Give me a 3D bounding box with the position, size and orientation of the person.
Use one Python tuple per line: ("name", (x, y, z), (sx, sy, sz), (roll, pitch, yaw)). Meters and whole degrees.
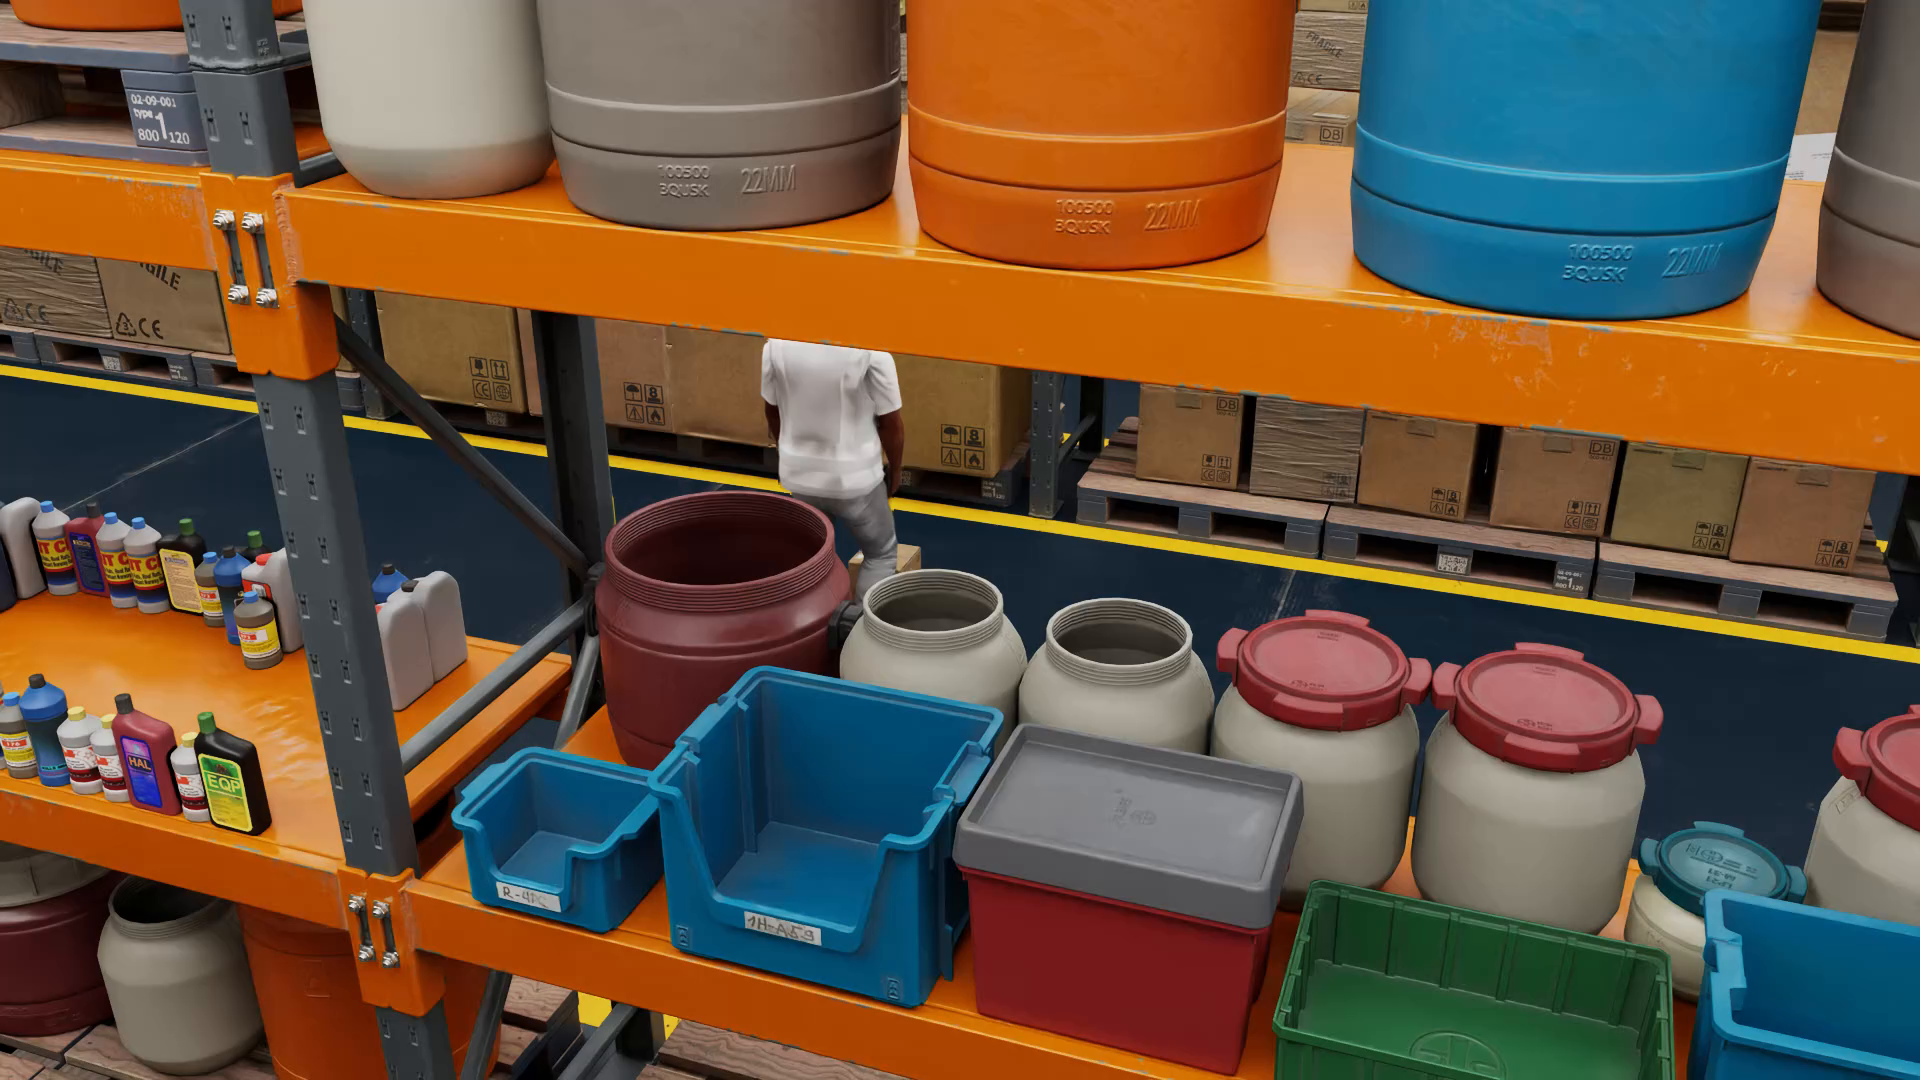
("person", (-0.508, -0.286, 6.780), (0.602, 1.682, 0.511), (9, 27, 19))
